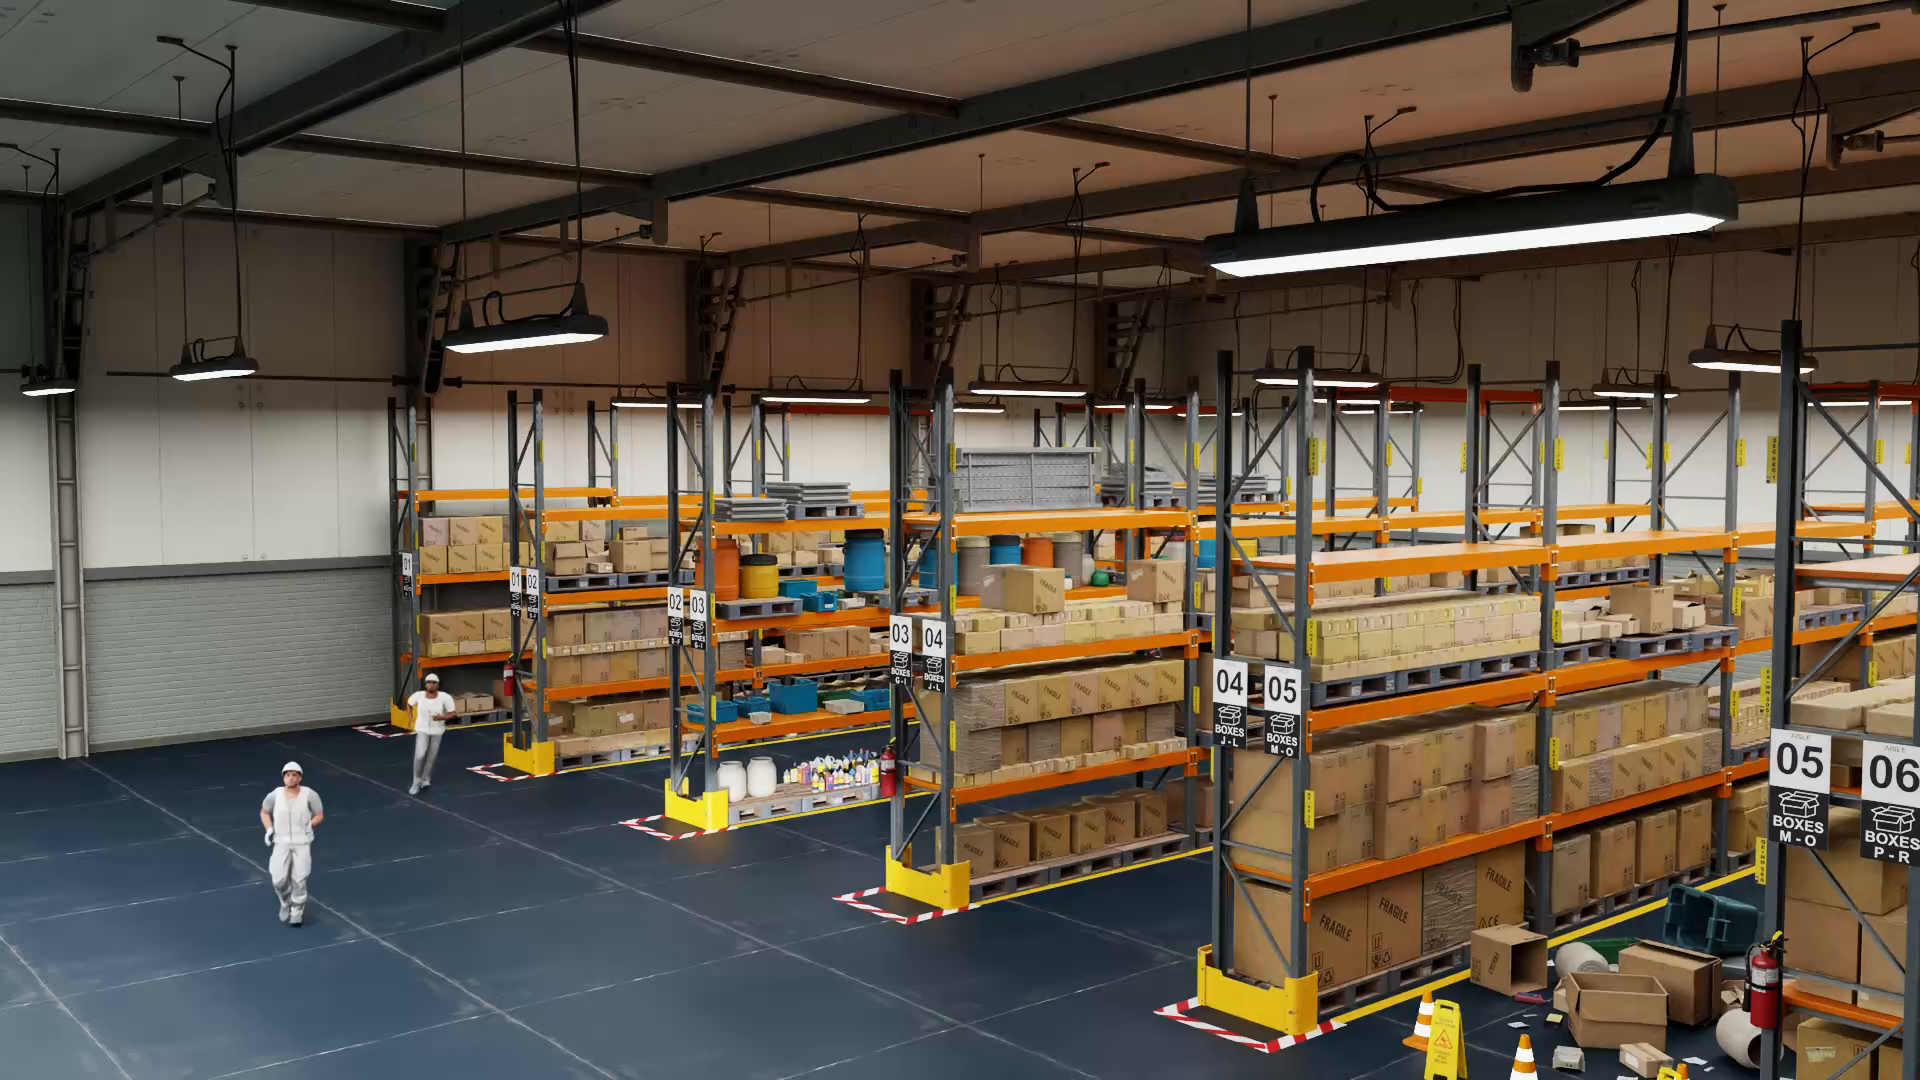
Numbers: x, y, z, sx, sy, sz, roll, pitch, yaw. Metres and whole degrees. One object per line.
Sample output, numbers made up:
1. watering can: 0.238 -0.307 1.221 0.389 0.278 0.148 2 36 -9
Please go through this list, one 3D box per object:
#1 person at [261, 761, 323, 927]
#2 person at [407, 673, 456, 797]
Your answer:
1. person: -7.106 3.244 17.649 0.640 1.764 0.616 -1 3 -16
2. person: -7.807 2.863 24.592 0.689 1.806 0.692 -1 3 -17
